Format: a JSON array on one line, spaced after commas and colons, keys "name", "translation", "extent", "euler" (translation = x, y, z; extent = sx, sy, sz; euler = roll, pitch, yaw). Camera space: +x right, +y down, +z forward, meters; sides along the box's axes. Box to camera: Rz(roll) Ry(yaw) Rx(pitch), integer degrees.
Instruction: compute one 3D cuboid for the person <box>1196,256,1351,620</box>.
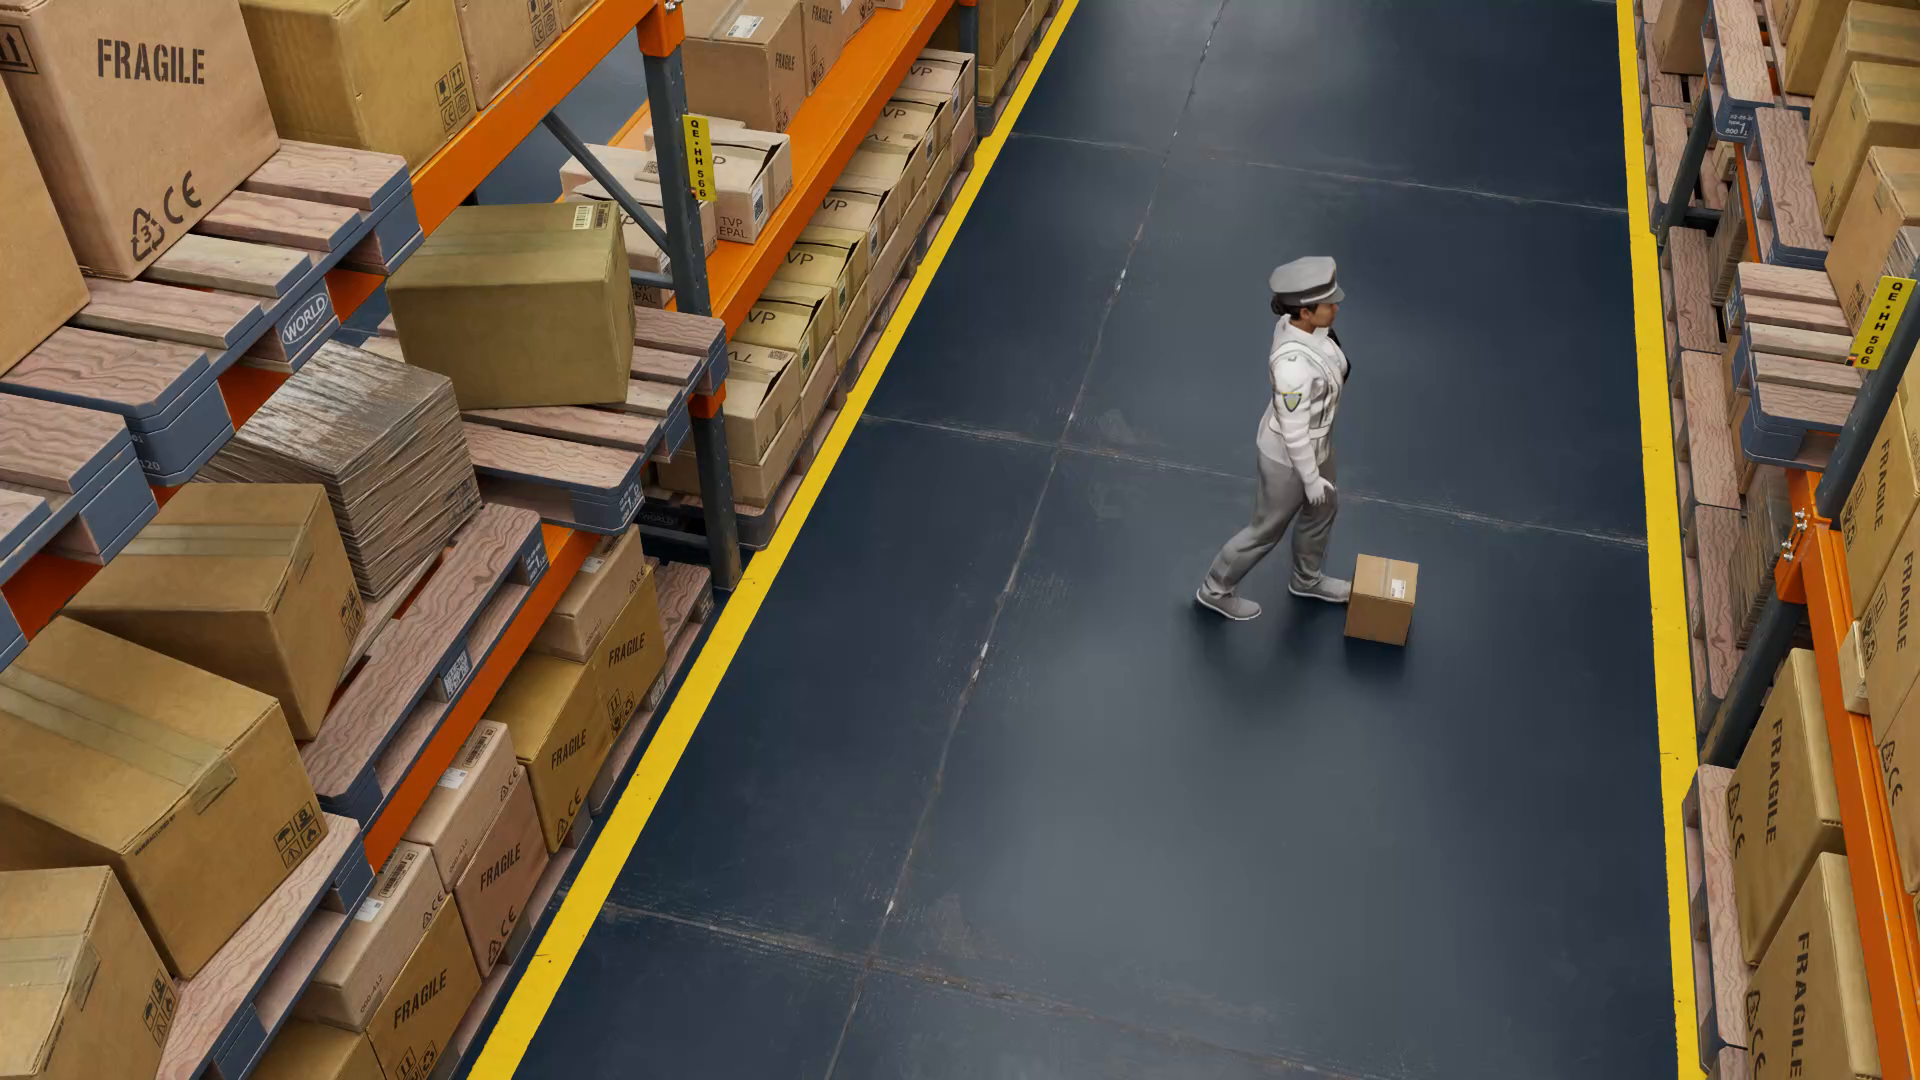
[{"name": "person", "translation": [1.348, -0.357, 6.572], "extent": [0.658, 1.686, 0.487], "euler": [11, 42, 12]}]
